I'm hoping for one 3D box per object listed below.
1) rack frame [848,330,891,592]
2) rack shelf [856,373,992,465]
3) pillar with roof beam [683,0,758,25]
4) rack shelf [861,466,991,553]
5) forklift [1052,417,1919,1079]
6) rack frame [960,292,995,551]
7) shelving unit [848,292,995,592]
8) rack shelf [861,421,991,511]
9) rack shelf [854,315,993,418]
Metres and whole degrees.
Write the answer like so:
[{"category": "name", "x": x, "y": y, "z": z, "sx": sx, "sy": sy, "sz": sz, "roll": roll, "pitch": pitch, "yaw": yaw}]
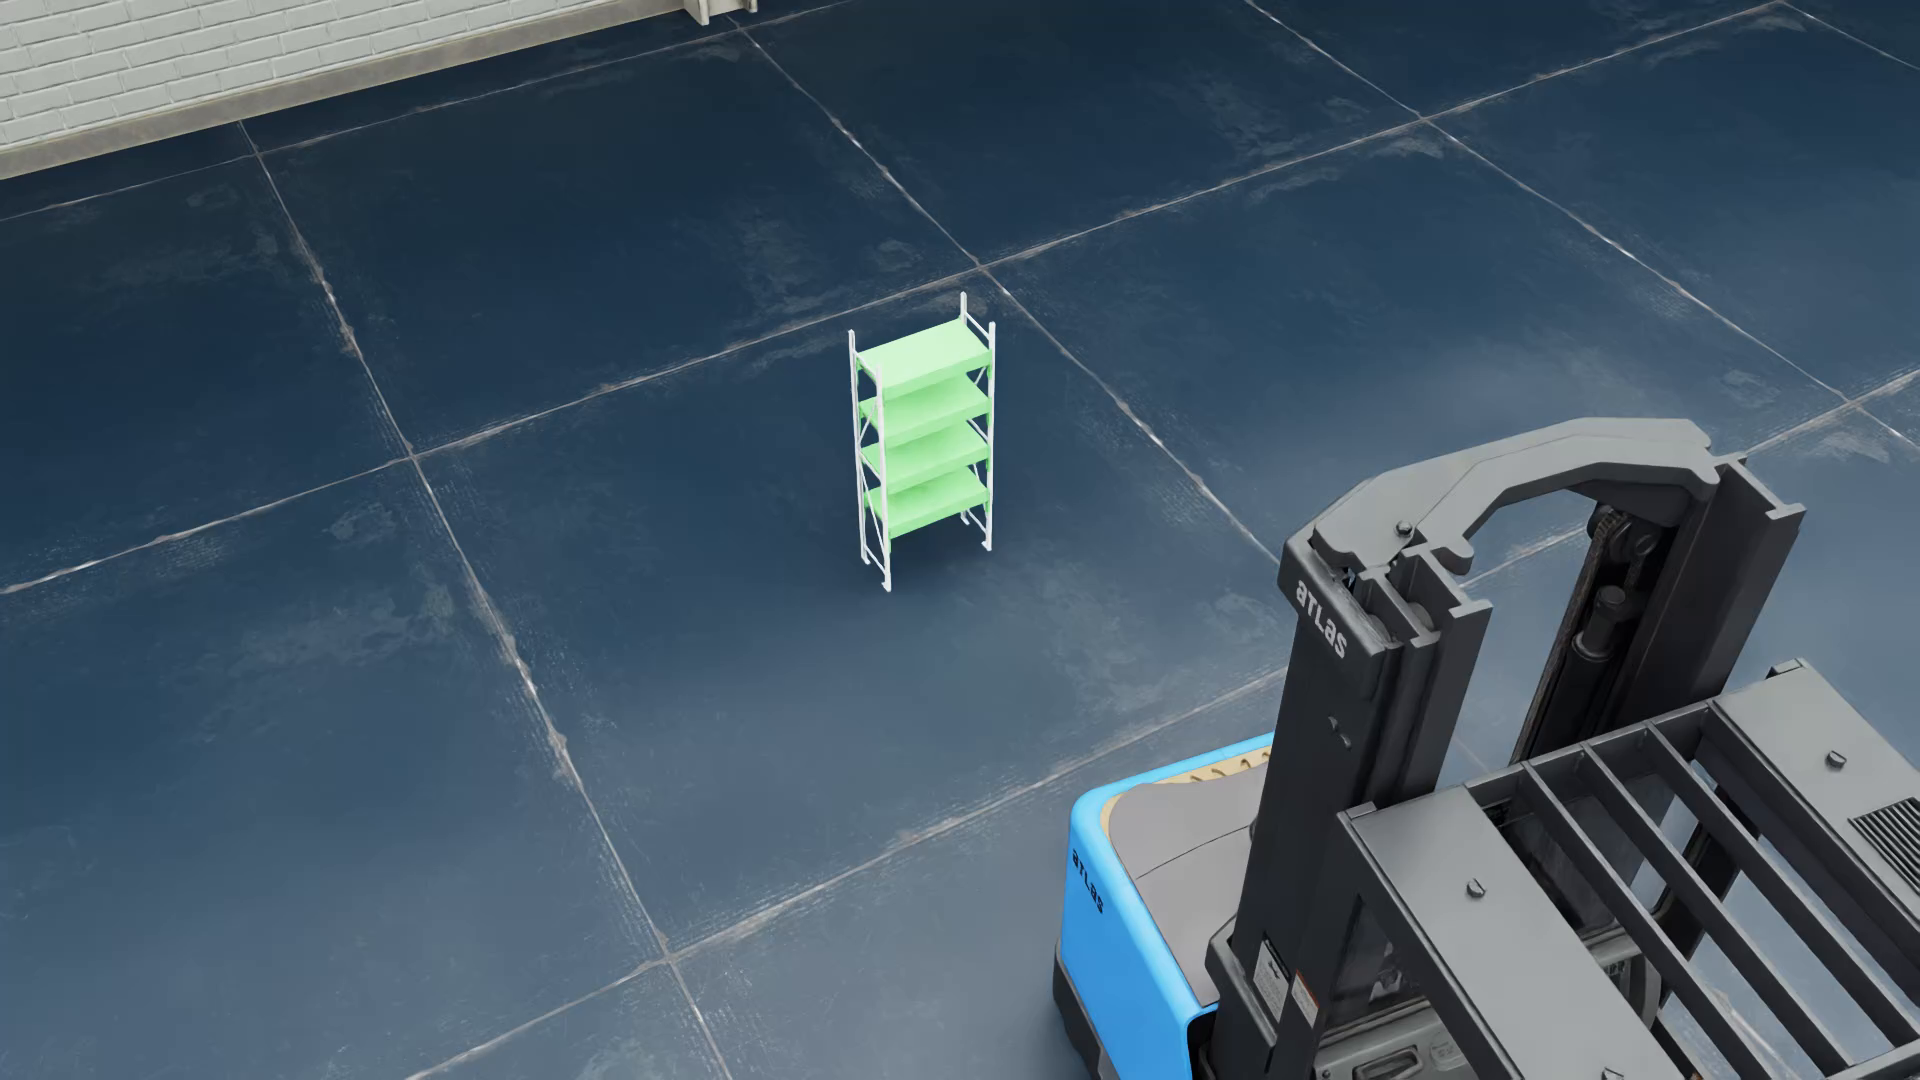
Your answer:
[{"category": "rack frame", "x": -0.355, "y": -0.288, "z": 6.615, "sx": 0.015, "sy": 1.200, "sz": 0.240, "roll": -22, "pitch": 48, "yaw": -21}, {"category": "rack shelf", "x": -0.144, "y": -0.500, "z": 6.580, "sx": 0.480, "sy": 0.148, "sz": 0.258, "roll": -22, "pitch": 48, "yaw": -21}, {"category": "pillar with roof beam", "x": 0.601, "y": -4.051, "z": 4.892, "sx": 0.400, "sy": 9.000, "sz": 9.100, "roll": -22, "pitch": 48, "yaw": -21}, {"category": "rack shelf", "x": -0.144, "y": -0.155, "z": 6.914, "sx": 0.480, "sy": 0.148, "sz": 0.258, "roll": -22, "pitch": 48, "yaw": -21}, {"category": "forklift", "x": 1.313, "y": 1.306, "z": 3.730, "sx": 1.130, "sy": 2.935, "sz": 3.031, "roll": -15, "pitch": 46, "yaw": -15}, {"category": "rack frame", "x": 0.068, "y": -0.458, "z": 6.790, "sx": 0.015, "sy": 1.200, "sz": 0.240, "roll": -22, "pitch": 48, "yaw": -21}, {"category": "shelving unit", "x": -0.144, "y": -0.373, "z": 6.702, "sx": 0.503, "sy": 1.200, "sz": 0.258, "roll": -22, "pitch": 48, "yaw": -21}, {"category": "rack shelf", "x": -0.144, "y": -0.327, "z": 6.747, "sx": 0.480, "sy": 0.148, "sz": 0.258, "roll": -22, "pitch": 48, "yaw": -21}, {"category": "rack shelf", "x": -0.144, "y": -0.672, "z": 6.413, "sx": 0.480, "sy": 0.148, "sz": 0.258, "roll": -22, "pitch": 48, "yaw": -21}]
